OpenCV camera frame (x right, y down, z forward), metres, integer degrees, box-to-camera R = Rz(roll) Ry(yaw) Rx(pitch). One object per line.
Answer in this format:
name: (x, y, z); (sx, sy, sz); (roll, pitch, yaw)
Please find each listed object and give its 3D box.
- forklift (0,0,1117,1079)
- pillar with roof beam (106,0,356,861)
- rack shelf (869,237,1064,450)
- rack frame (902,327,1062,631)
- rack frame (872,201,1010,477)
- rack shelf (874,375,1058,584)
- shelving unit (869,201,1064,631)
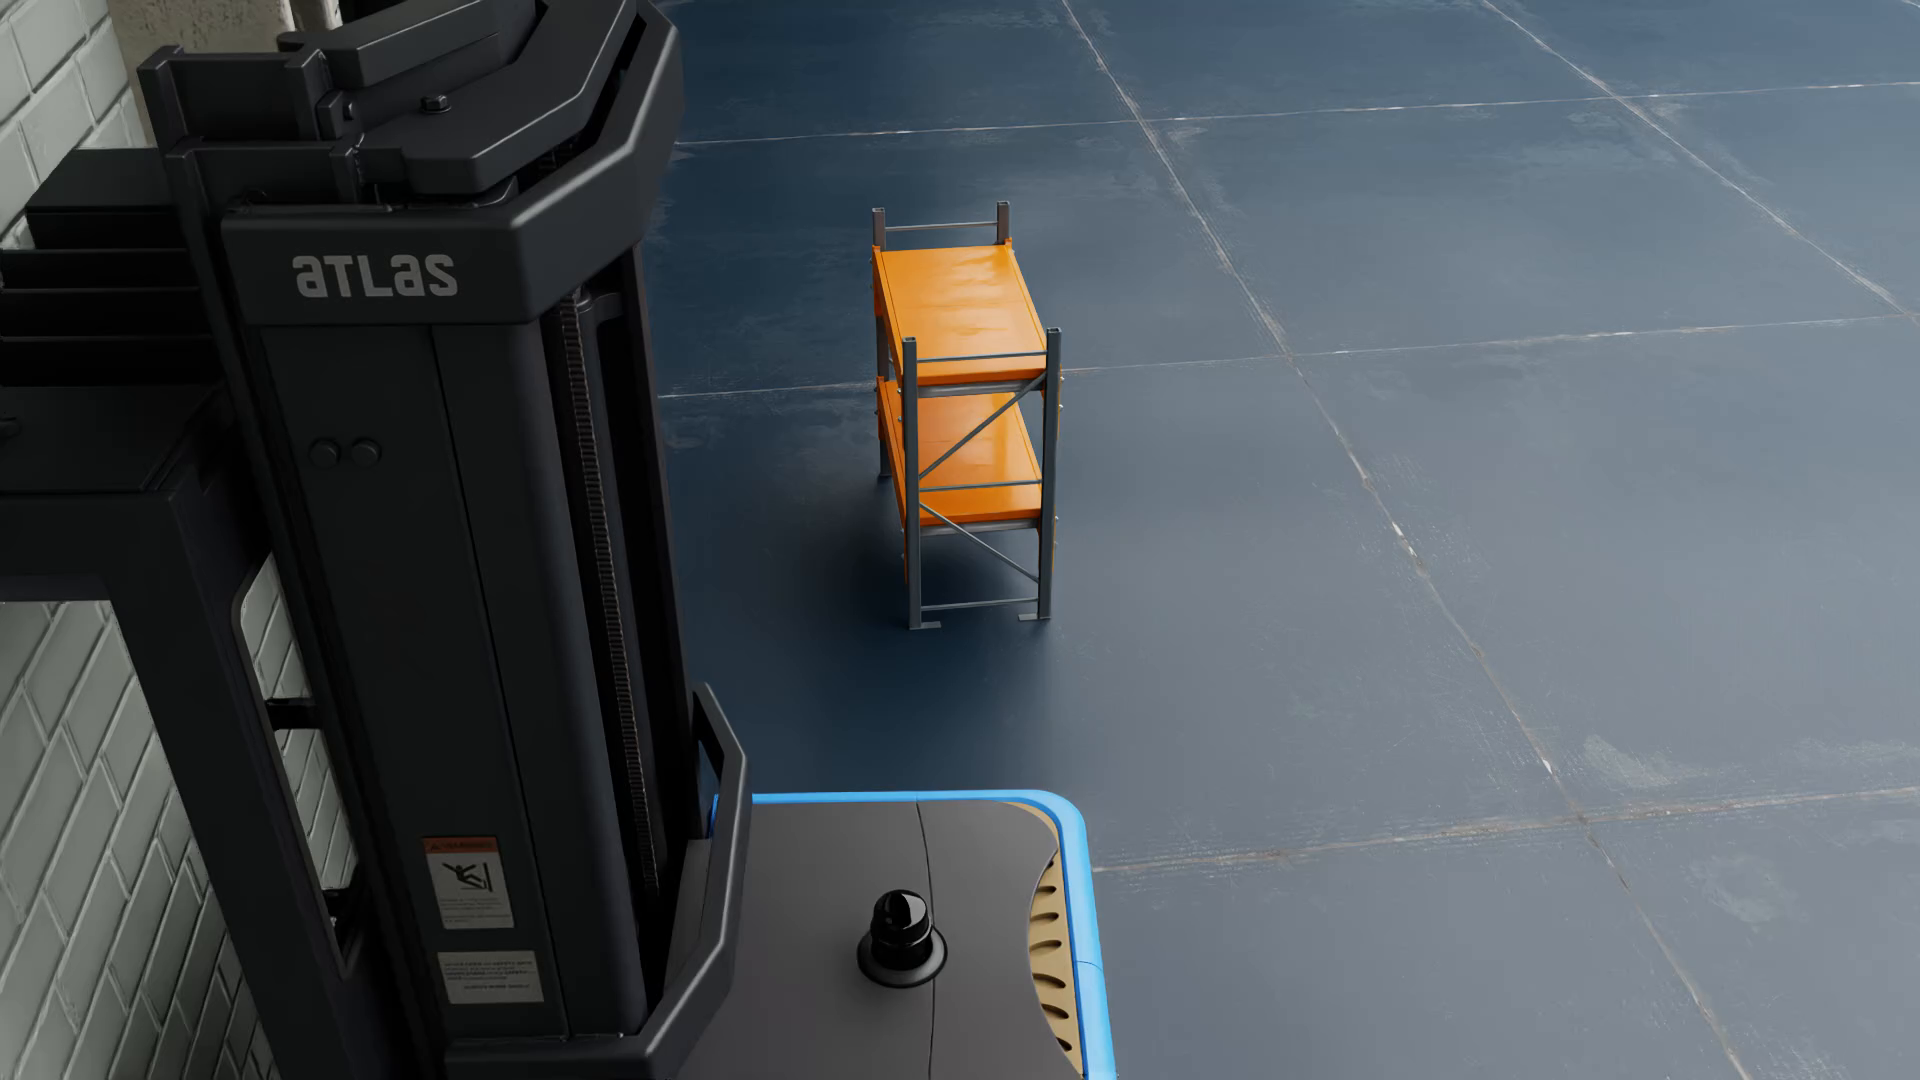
forklift: (-1.226, 0.499, 2.915); (3.031, 2.935, 1.130); (-1, 34, -1)
pillar with roof beam: (2.857, -2.946, 2.583); (9.100, 9.000, 0.400); (-4, 35, -6)
rack shelf: (0.001, -0.703, 5.763); (0.538, 0.278, 1.000); (-4, 35, -6)
rack frame: (0.069, -0.177, 5.511); (0.500, 1.125, 0.032); (-4, 35, -6)
rack frame: (-0.067, -0.745, 6.344); (0.500, 1.125, 0.032); (-4, 35, -6)
rack shelf: (0.001, -0.259, 6.065); (0.538, 0.278, 1.000); (-4, 35, -6)
shelving unit: (0.001, -0.461, 5.928); (0.538, 1.125, 1.048); (-4, 35, -6)
